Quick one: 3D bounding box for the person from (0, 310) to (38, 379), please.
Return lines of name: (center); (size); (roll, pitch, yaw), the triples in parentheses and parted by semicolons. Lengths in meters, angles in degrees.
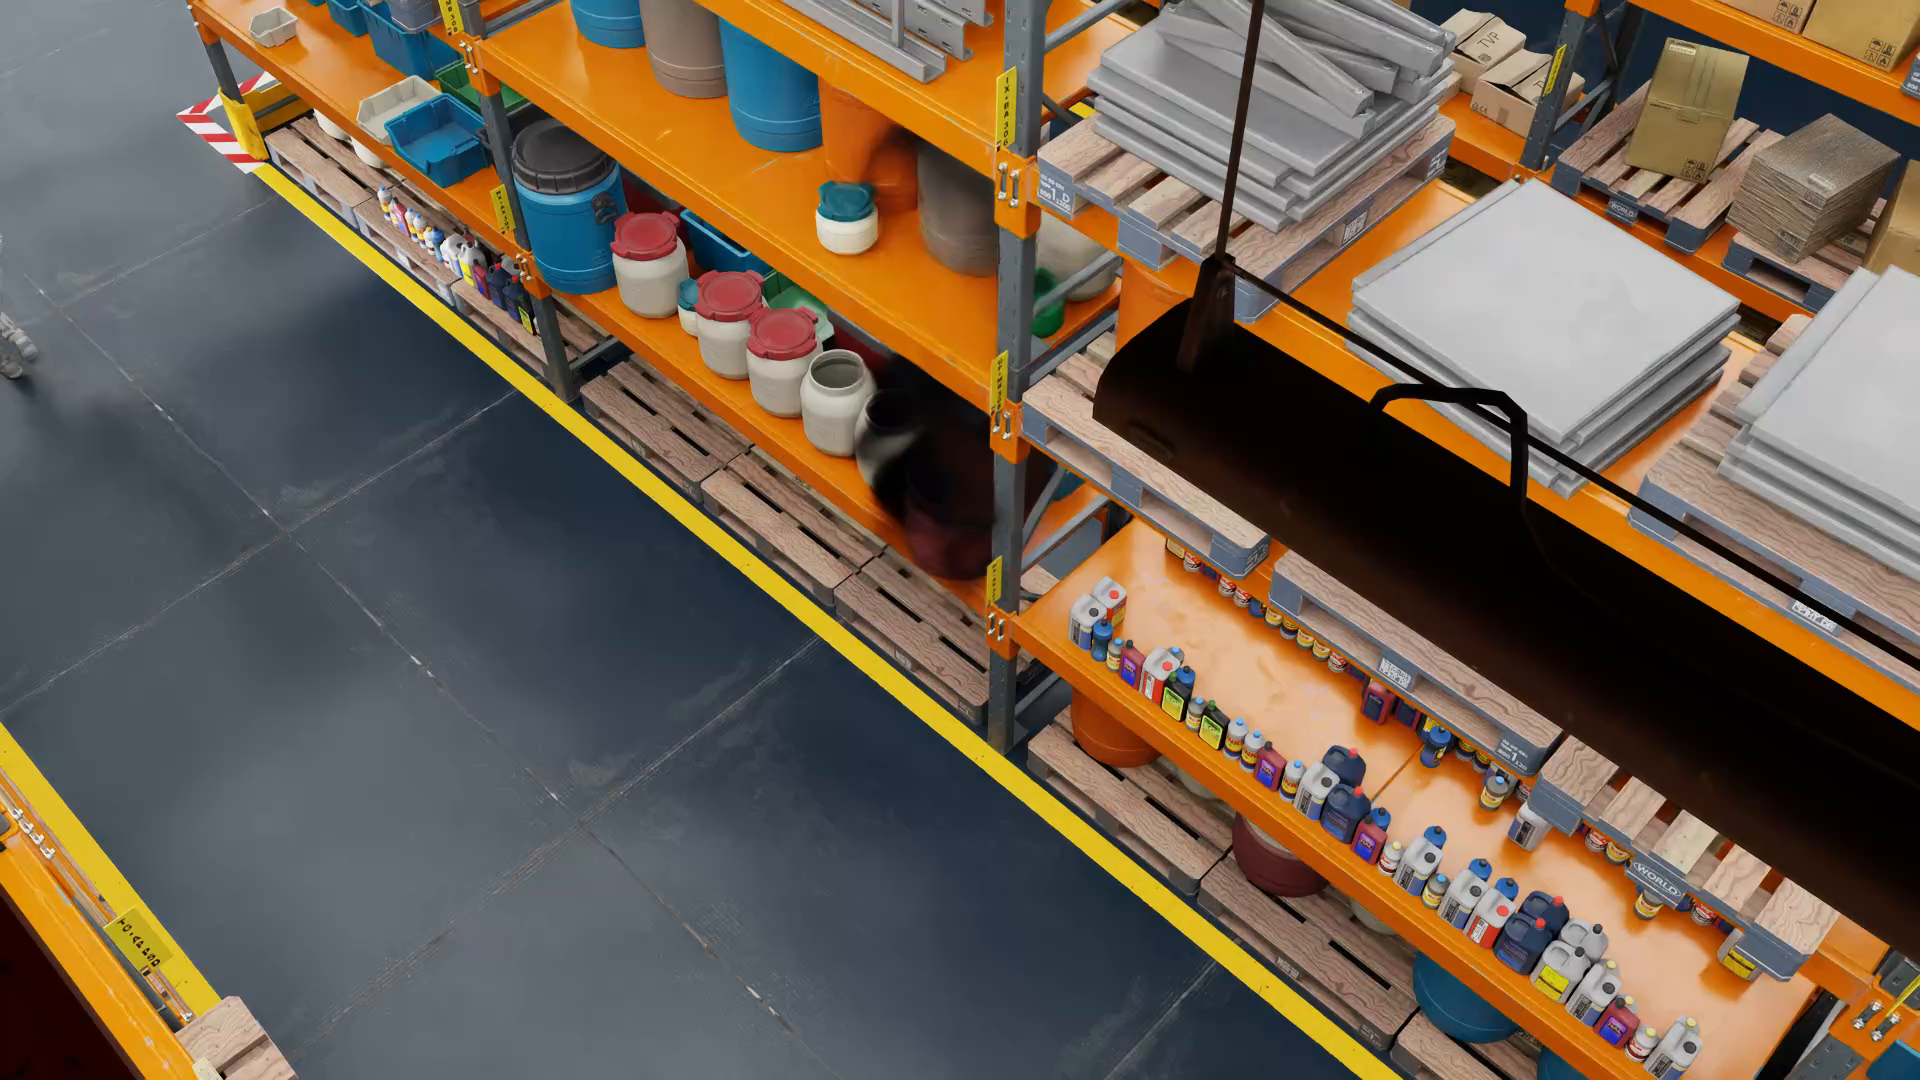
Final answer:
person: (-6.496, -1.665, 10.724); (0.555, 1.652, 0.629); (29, 56, 22)
